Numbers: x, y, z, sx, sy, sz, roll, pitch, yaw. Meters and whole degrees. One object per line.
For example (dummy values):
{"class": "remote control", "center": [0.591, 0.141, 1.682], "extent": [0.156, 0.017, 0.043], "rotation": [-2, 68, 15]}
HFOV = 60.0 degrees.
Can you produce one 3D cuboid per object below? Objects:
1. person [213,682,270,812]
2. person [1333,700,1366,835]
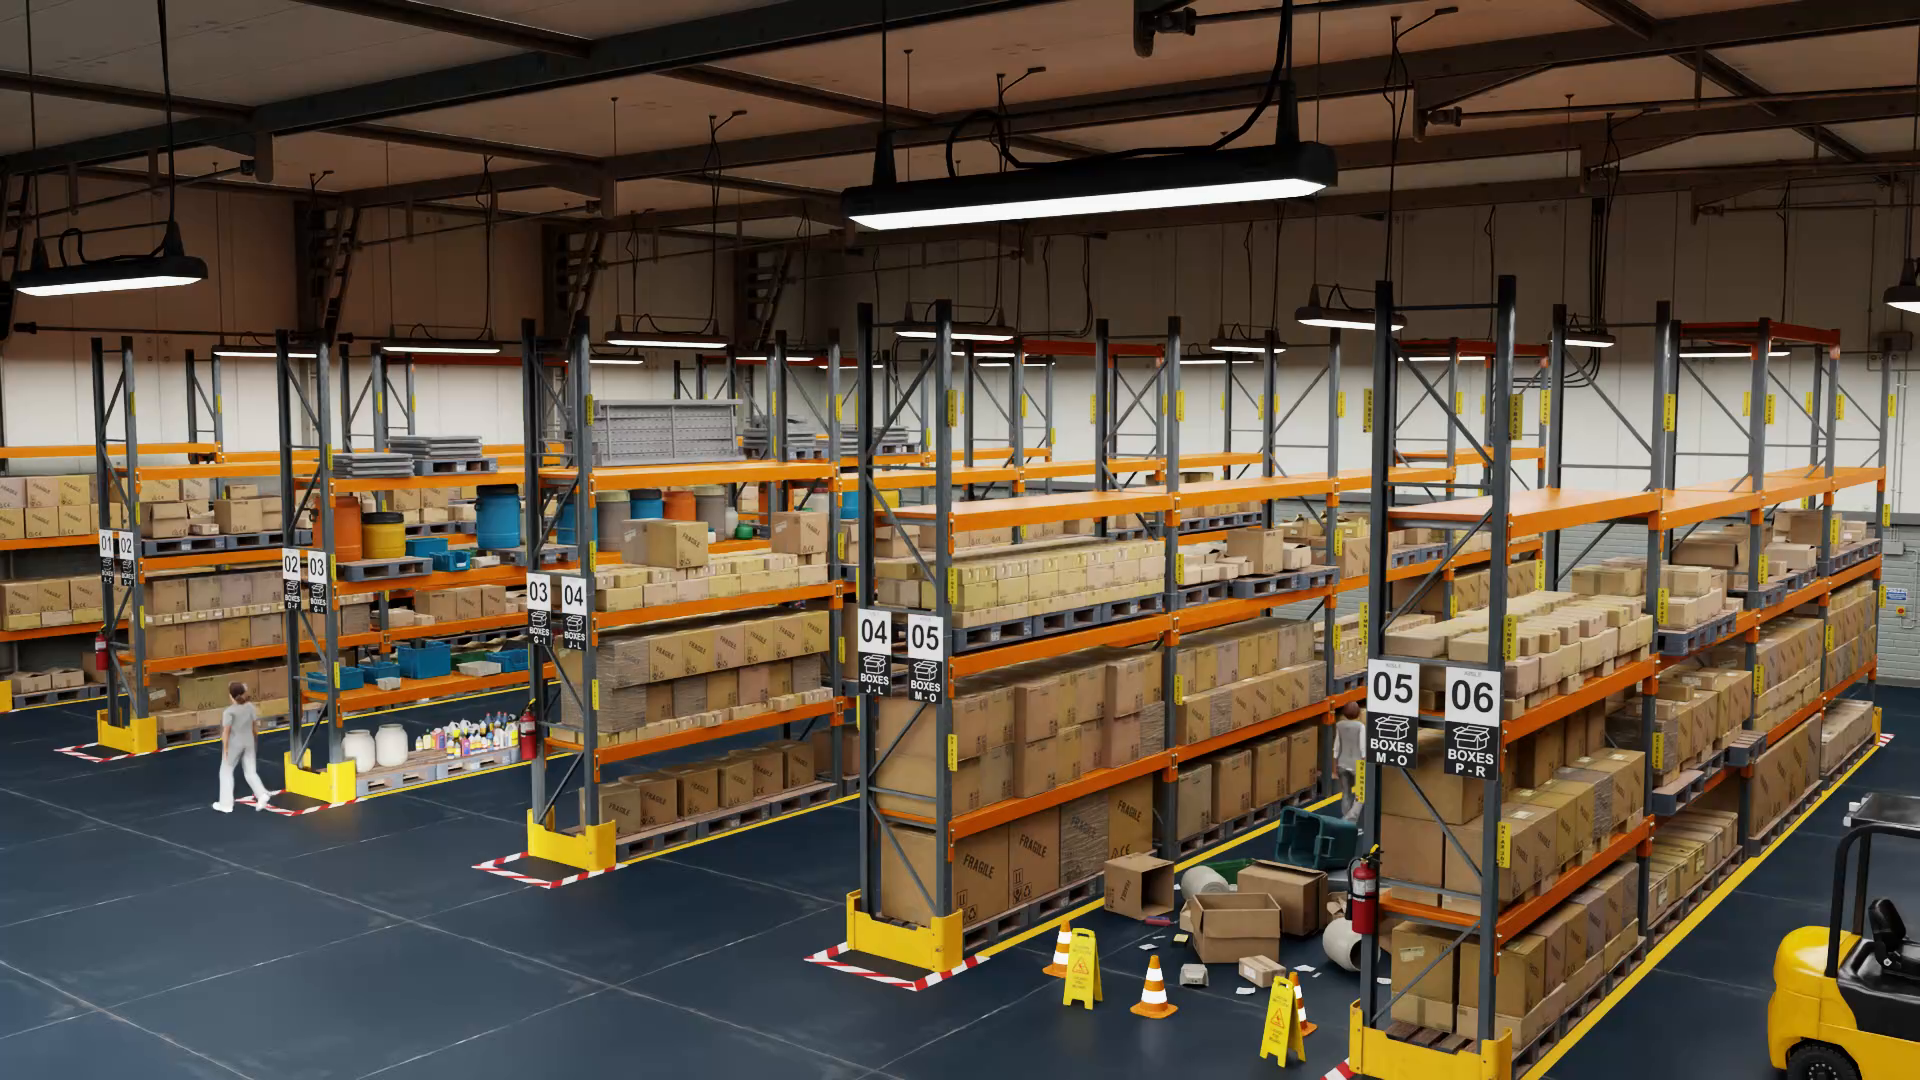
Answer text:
{"class": "person", "center": [-8.854, 2.562, 20.496], "extent": [0.936, 1.638, 0.497], "rotation": [4, 6, 38]}
{"class": "person", "center": [4.571, 2.682, 19.470], "extent": [0.462, 1.595, 0.480], "rotation": [4, 6, 36]}
